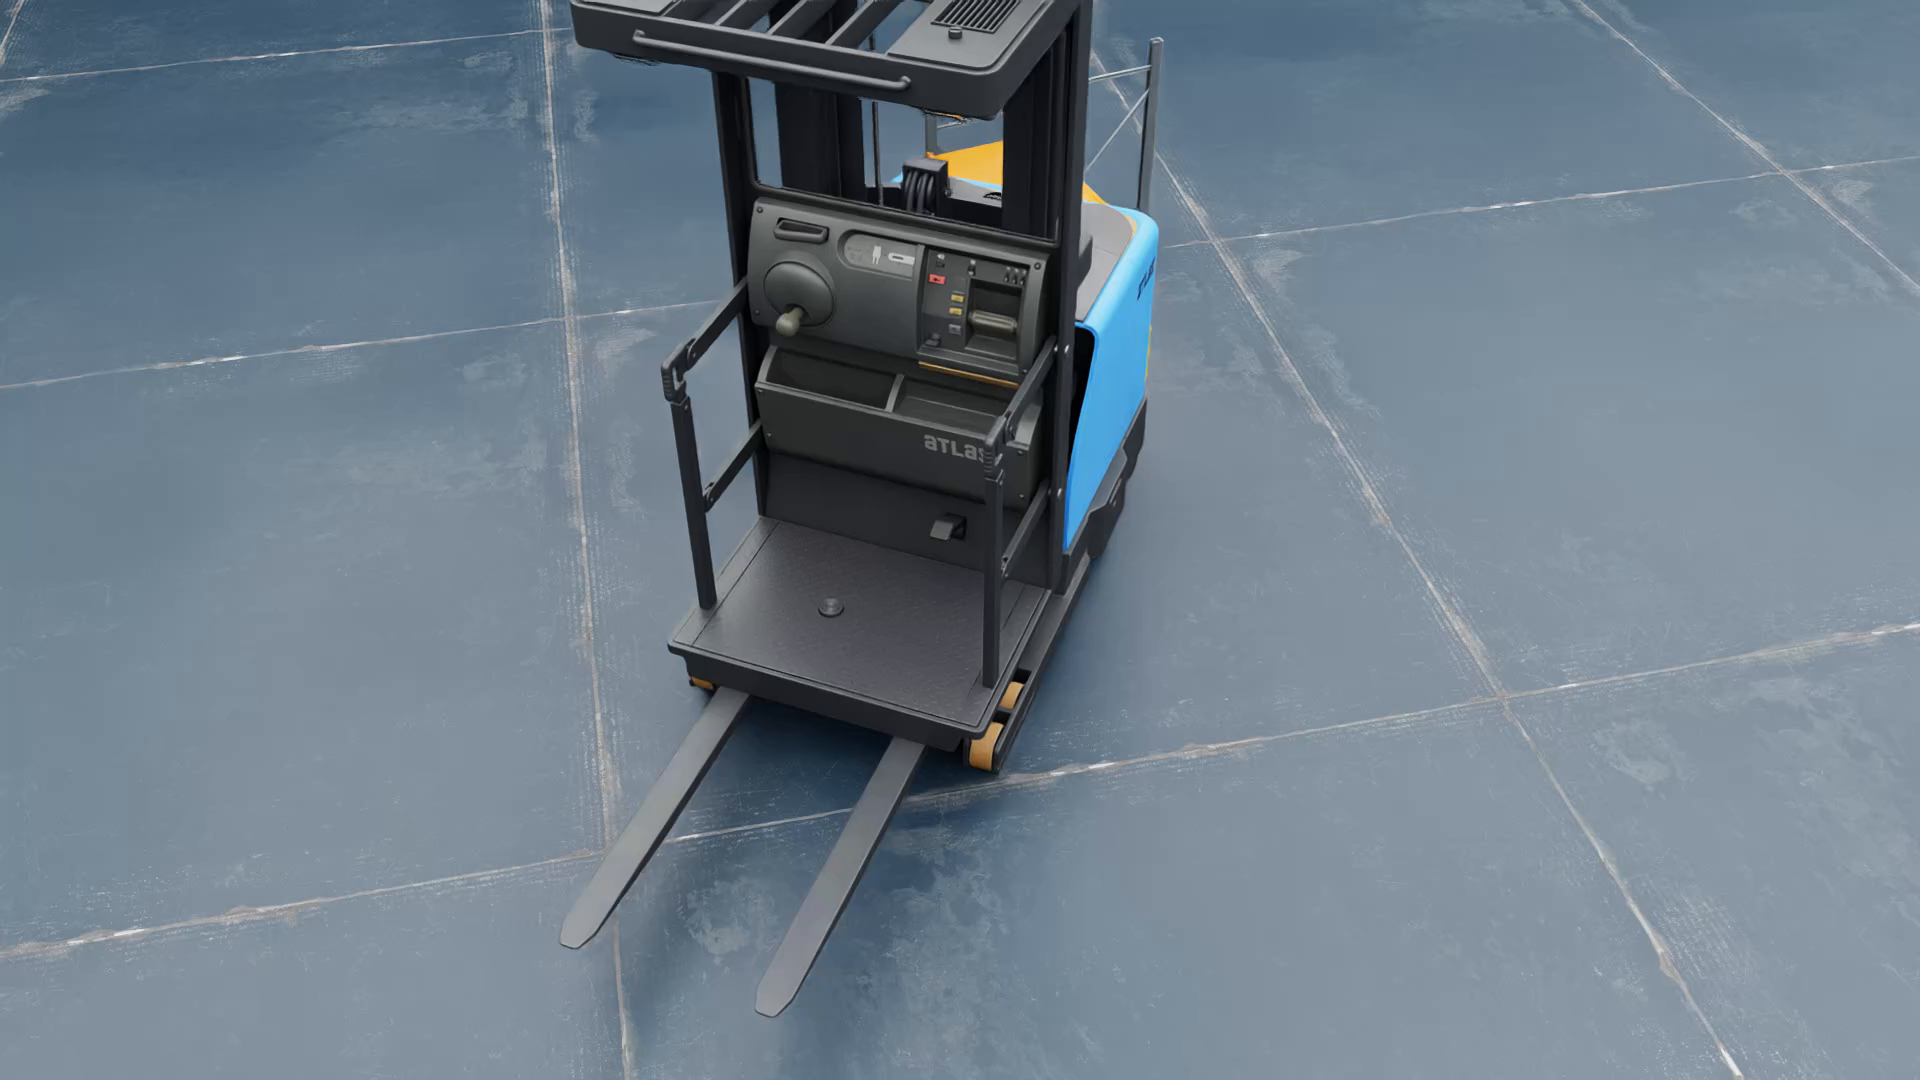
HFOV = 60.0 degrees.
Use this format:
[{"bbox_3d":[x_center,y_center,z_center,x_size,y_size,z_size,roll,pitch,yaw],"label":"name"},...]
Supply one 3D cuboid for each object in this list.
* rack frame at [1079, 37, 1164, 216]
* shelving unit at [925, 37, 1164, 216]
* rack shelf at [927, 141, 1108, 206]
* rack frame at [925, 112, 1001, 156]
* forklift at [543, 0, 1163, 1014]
[{"bbox_3d":[0.505,-1.192,6.463,0.500,1.500,0.032,-17,44,-18],"label":"rack frame"},{"bbox_3d":[0.300,-1.495,6.804,0.587,1.500,1.083,-17,44,-18],"label":"shelving unit"},{"bbox_3d":[0.296,-1.366,6.929,0.538,0.185,1.000,-17,44,-18],"label":"rack shelf"},{"bbox_3d":[0.087,-1.808,7.157,0.500,1.500,0.032,-17,44,-18],"label":"rack frame"},{"bbox_3d":[-0.287,-0.667,4.794,1.130,2.935,3.031,15,44,17],"label":"forklift"}]
